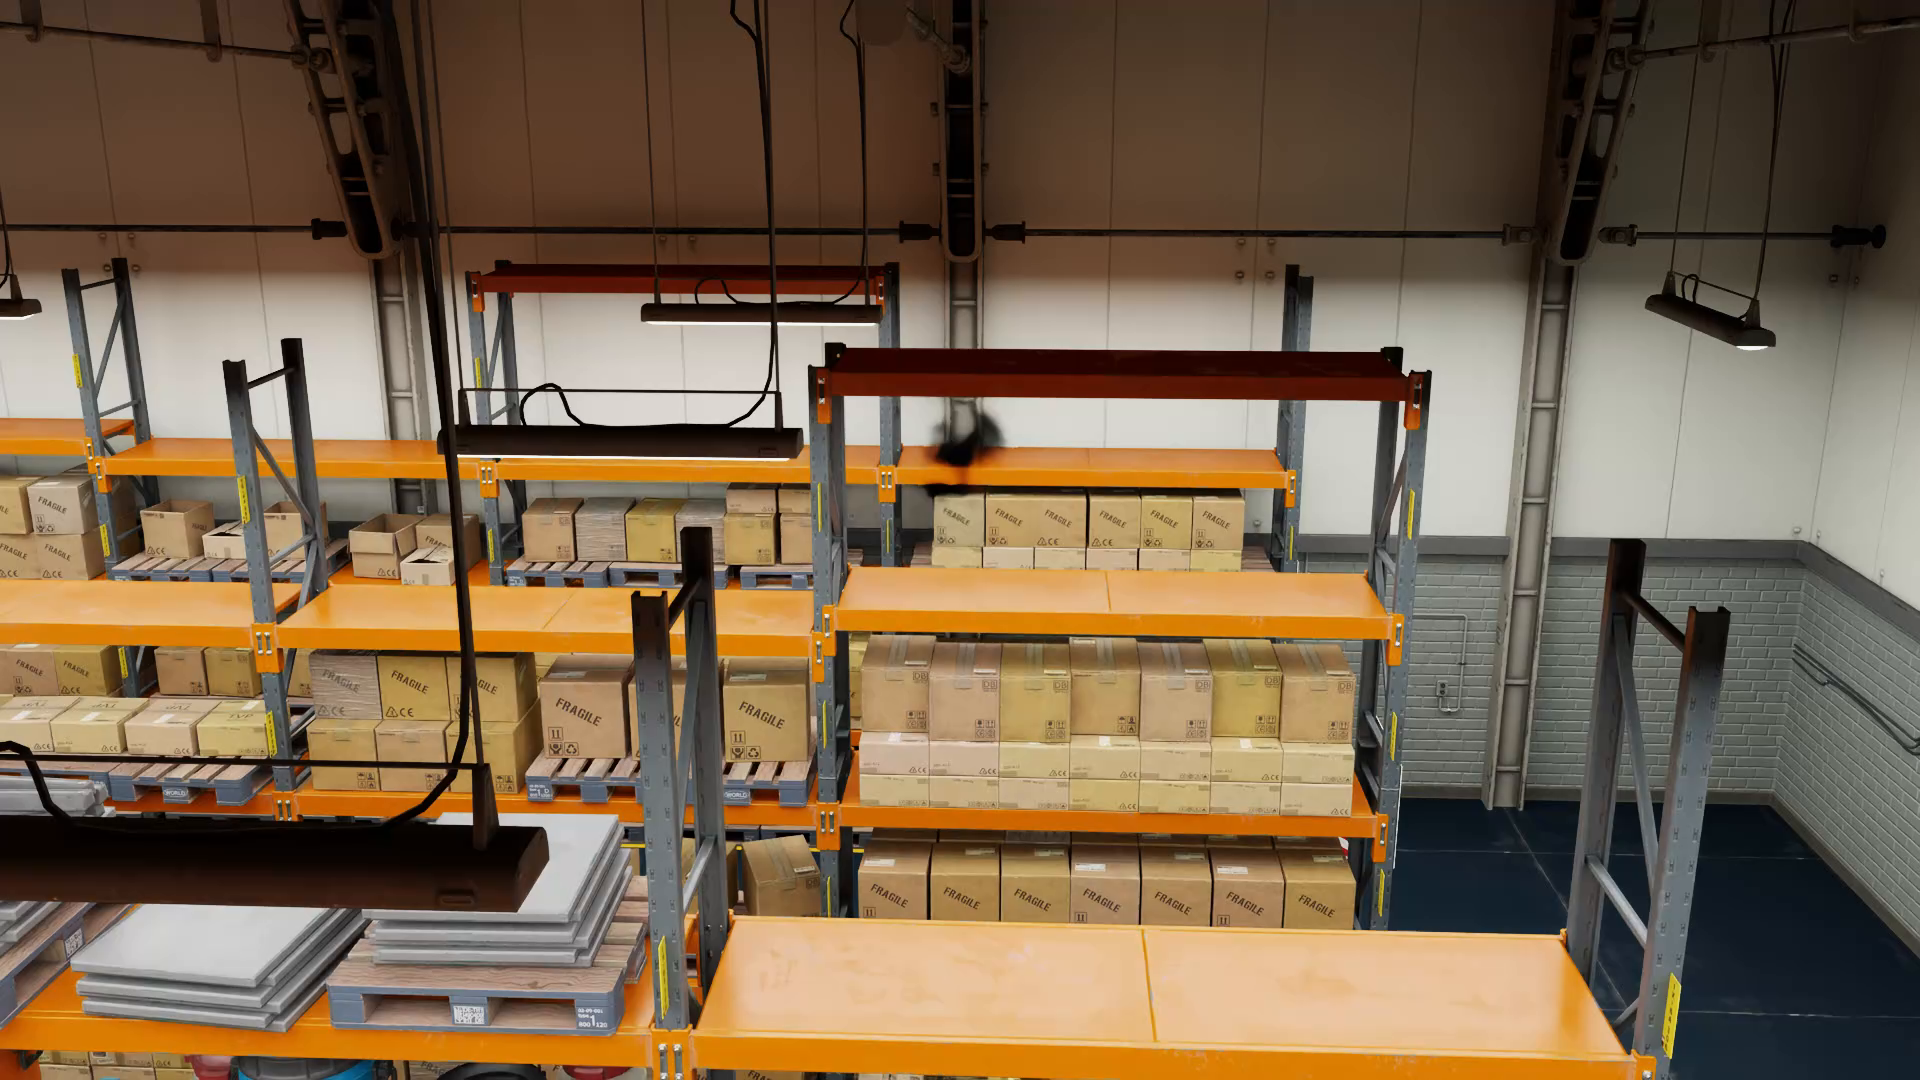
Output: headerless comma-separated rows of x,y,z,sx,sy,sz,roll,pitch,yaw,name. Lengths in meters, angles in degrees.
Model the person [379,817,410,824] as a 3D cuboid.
-5.105,3.091,15.045,0.584,1.620,0.561,0,16,-1,person
